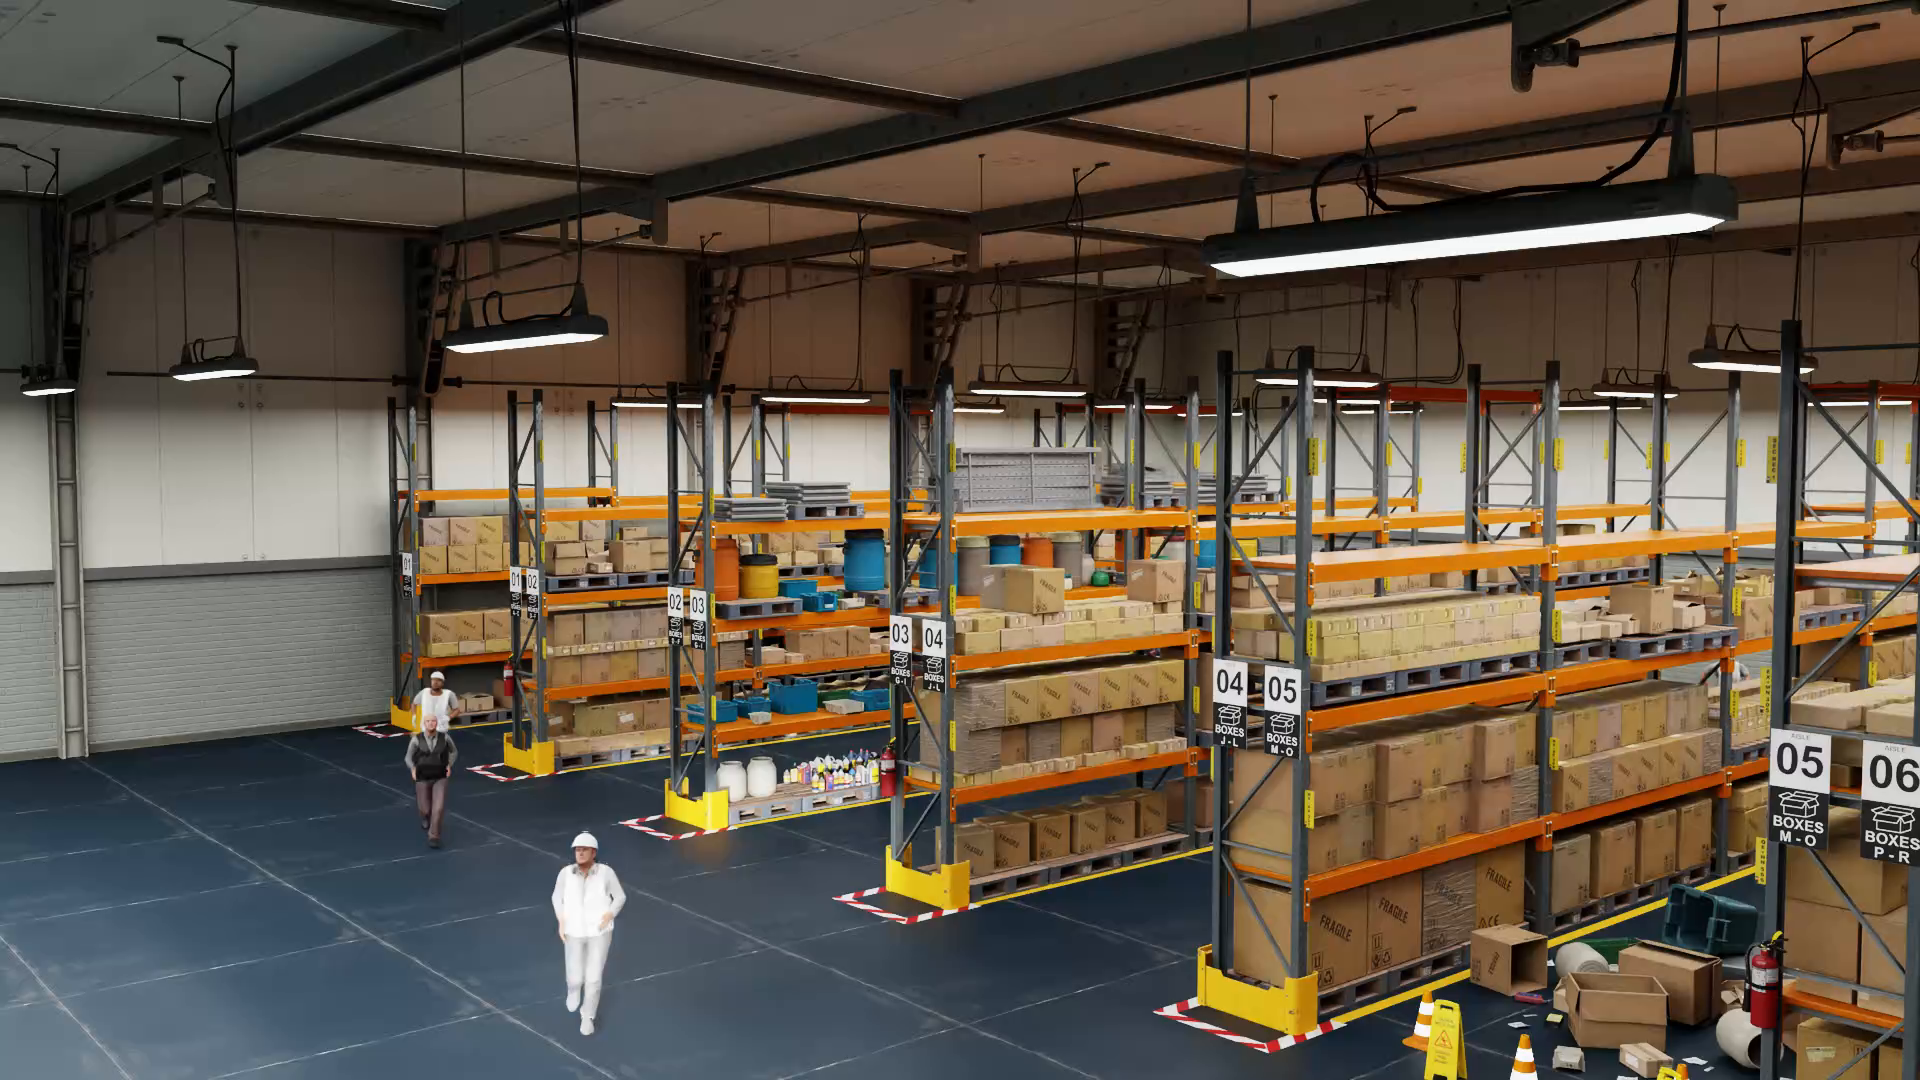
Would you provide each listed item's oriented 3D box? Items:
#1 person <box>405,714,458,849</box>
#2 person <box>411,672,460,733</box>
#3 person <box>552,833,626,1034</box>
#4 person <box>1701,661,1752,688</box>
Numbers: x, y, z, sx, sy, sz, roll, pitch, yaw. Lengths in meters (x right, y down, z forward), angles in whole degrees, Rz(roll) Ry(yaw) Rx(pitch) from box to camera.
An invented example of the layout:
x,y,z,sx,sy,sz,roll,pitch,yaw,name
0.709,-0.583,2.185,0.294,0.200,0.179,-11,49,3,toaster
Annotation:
x,y,z,sx,sy,sz,roll,pitch,yaw,name
-6.796,3.078,21.413,0.661,1.694,0.733,-1,4,-20,person
-7.863,2.837,24.898,0.722,1.729,0.512,-1,3,-9,person
-3.276,3.446,14.674,0.656,1.746,0.627,0,3,-5,person
13.121,2.664,28.370,0.767,1.730,0.710,0,3,2,person
